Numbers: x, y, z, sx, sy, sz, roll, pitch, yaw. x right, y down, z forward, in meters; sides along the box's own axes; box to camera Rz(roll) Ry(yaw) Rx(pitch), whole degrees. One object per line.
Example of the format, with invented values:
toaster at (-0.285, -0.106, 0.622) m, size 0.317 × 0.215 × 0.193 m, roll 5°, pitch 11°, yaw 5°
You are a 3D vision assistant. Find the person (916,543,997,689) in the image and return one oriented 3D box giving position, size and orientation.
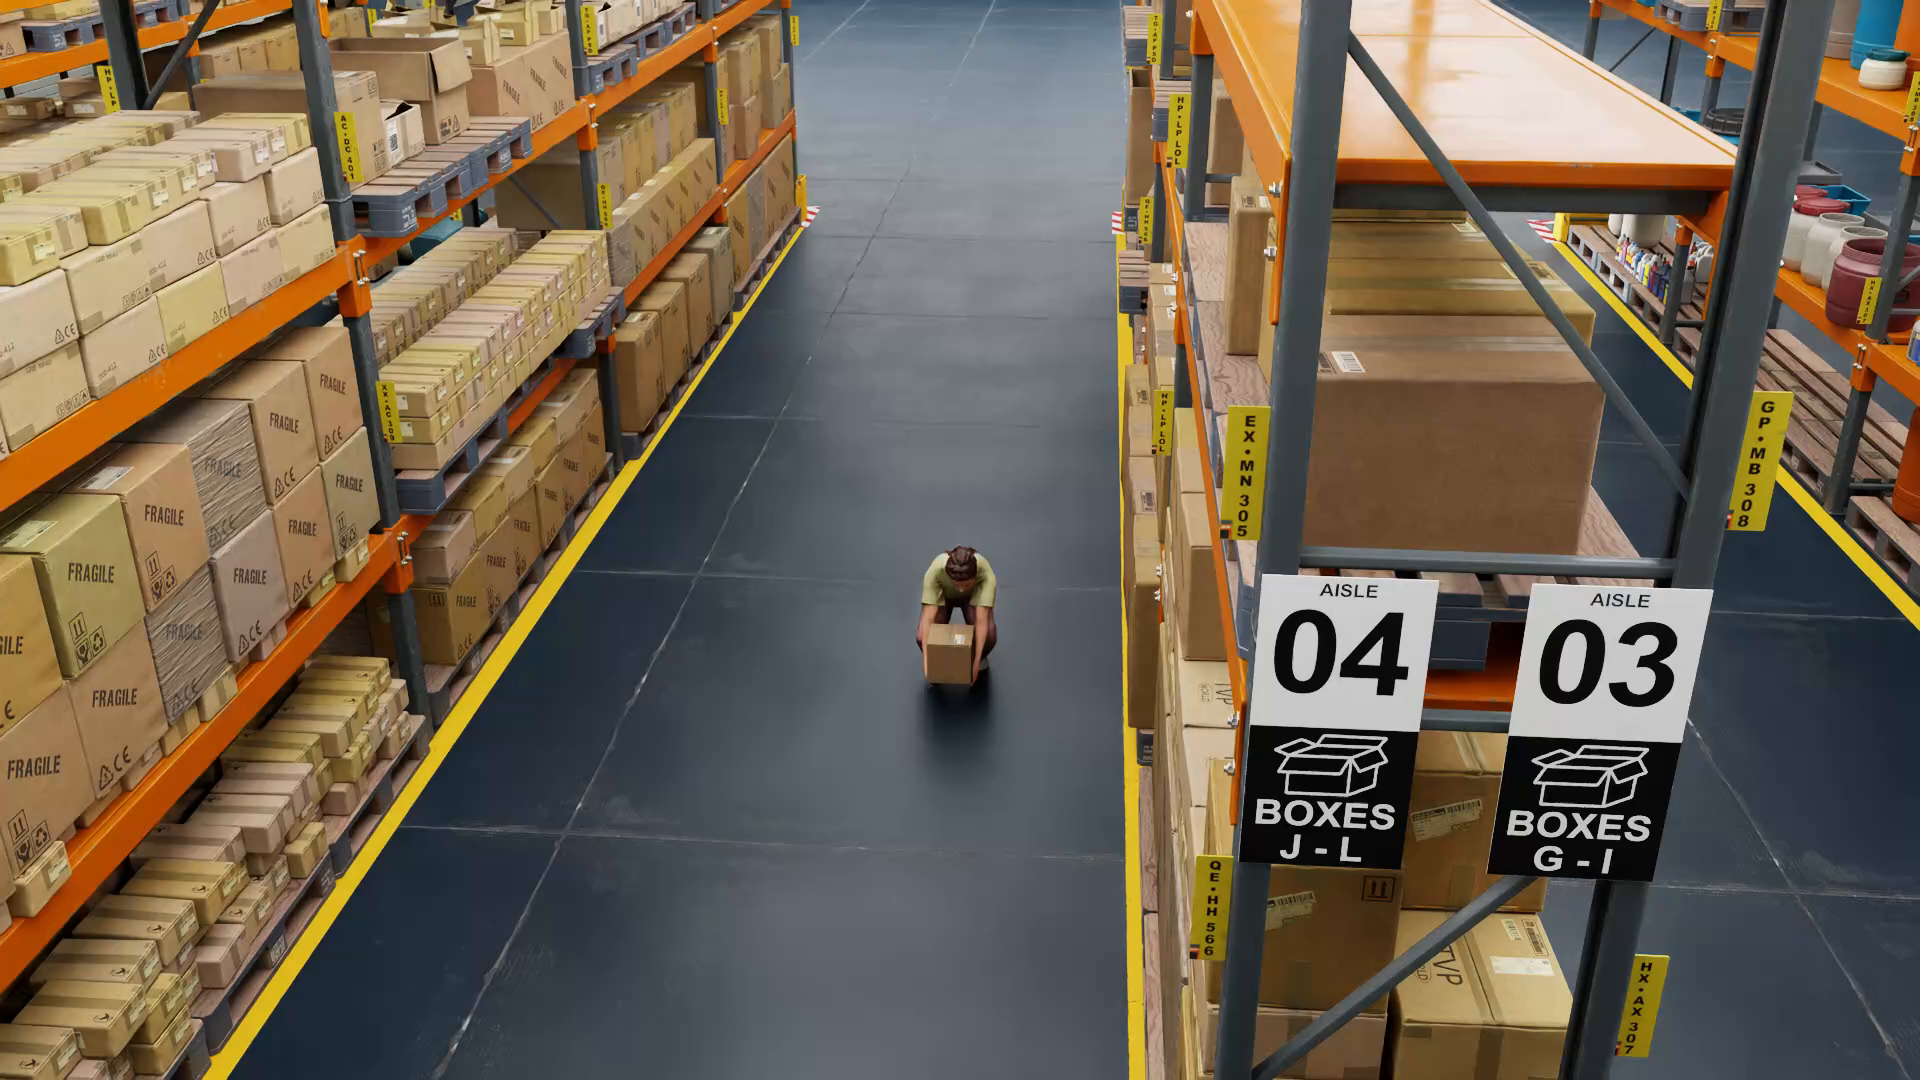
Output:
person at (-0.016, 0.389, 9.684) m, size 0.471 × 0.914 × 0.862 m, roll 2°, pitch 25°, yaw 3°
